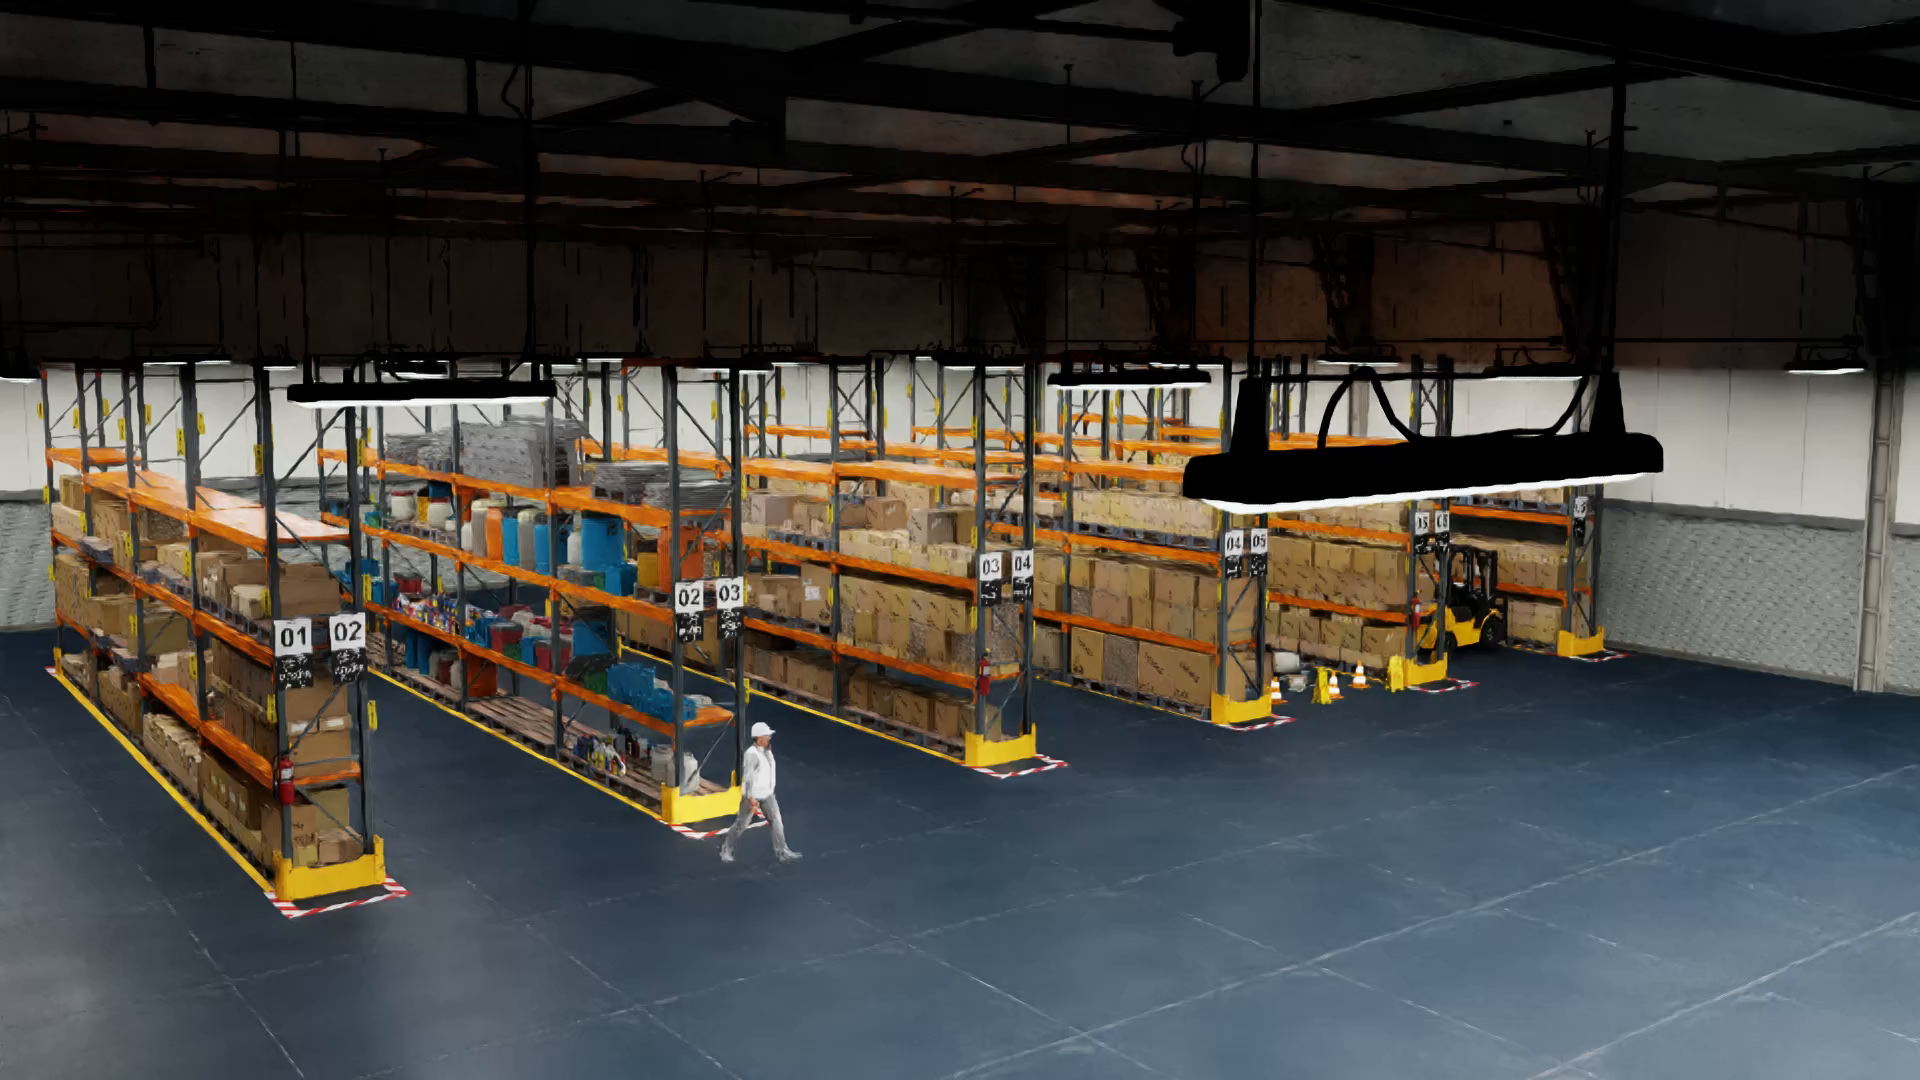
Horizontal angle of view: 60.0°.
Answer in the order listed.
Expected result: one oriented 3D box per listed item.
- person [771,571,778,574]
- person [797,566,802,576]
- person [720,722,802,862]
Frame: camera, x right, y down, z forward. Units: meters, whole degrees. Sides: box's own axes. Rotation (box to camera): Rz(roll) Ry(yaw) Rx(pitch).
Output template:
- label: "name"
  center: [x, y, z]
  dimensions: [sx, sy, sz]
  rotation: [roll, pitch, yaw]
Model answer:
- label: "person"
  center: [-3.924, 1.415, 34.462]
  dimensions: [0.625, 1.596, 0.510]
  rotation: [-5, 9, -38]
- label: "person"
  center: [-4.006, 0.335, 42.962]
  dimensions: [0.561, 1.716, 0.611]
  rotation: [3, 7, 21]
- label: "person"
  center: [-2.449, 3.059, 20.113]
  dimensions: [0.930, 1.747, 0.585]
  rotation: [3, 8, 27]
